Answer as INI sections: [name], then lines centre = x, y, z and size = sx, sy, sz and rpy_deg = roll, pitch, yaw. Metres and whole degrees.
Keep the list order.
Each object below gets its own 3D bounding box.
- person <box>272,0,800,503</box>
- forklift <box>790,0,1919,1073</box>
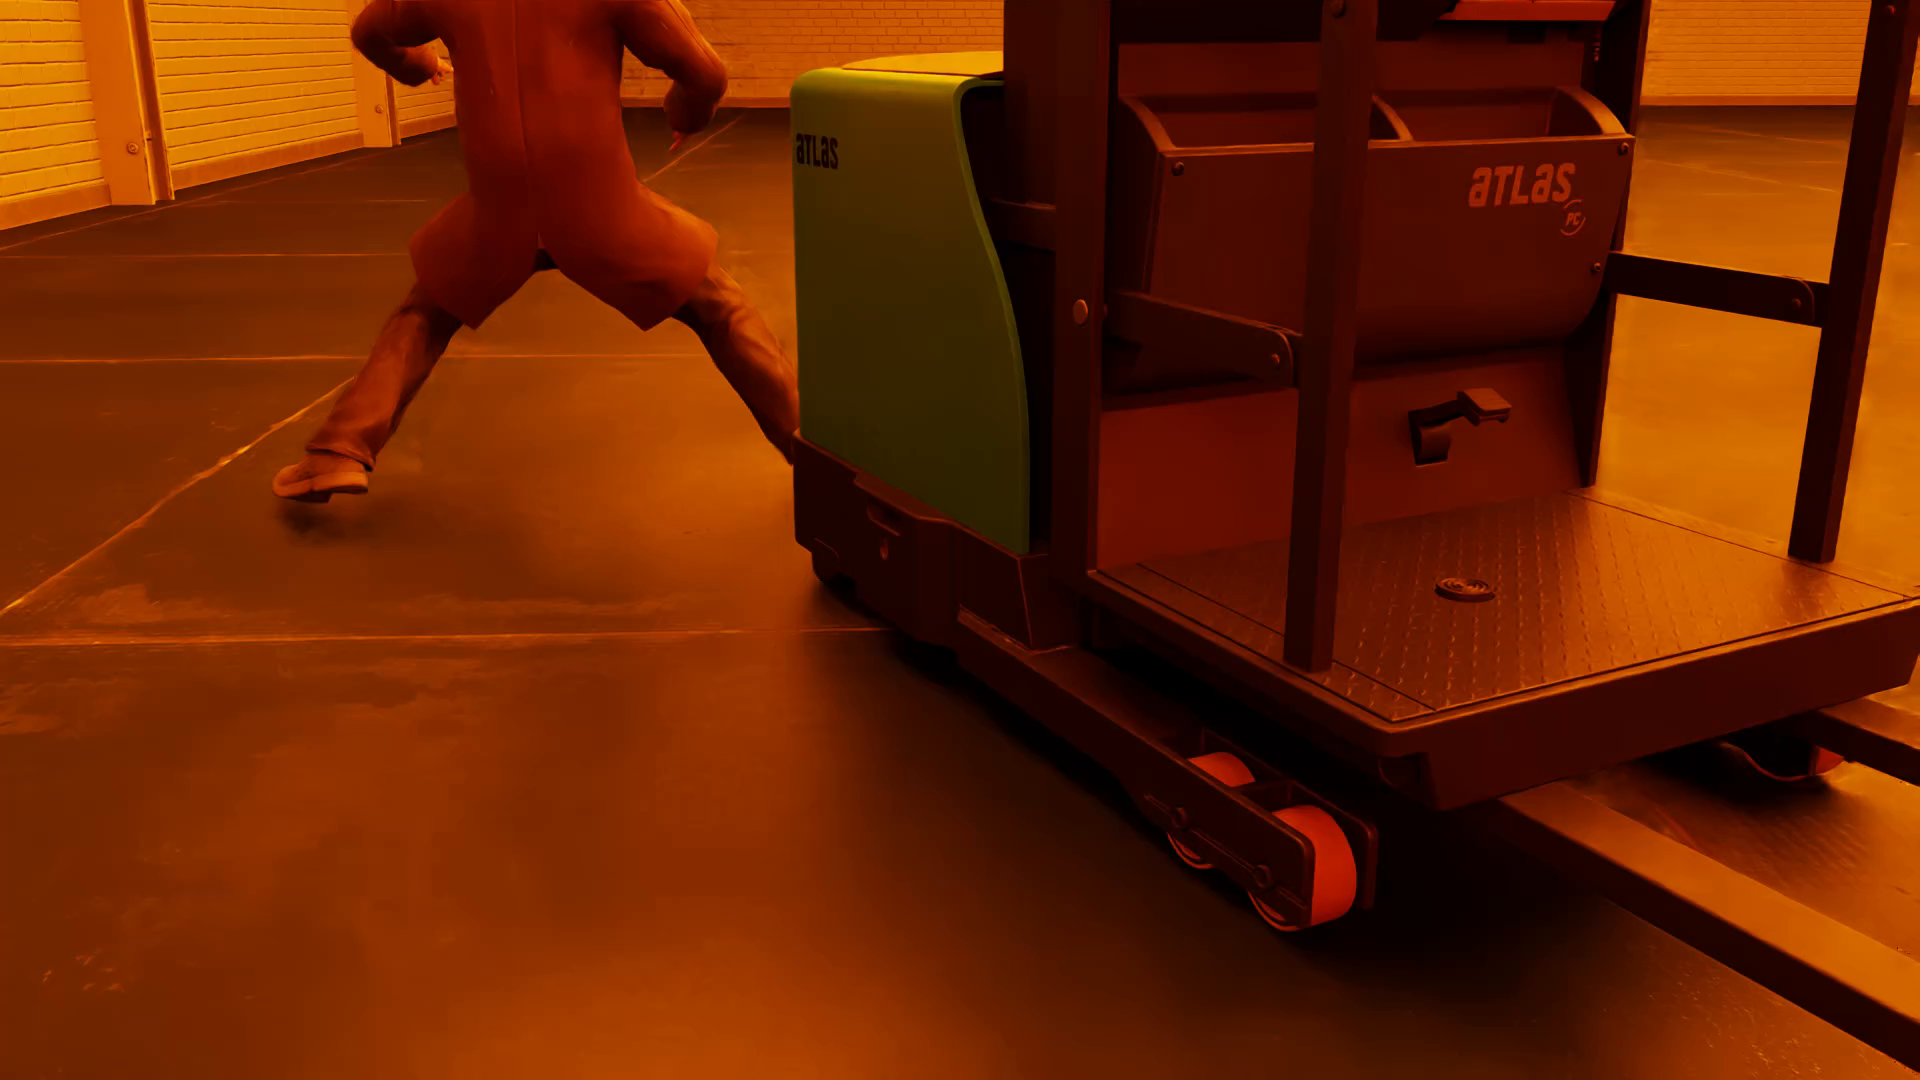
[person]
centre = -1.024, -0.882, 4.135
size = 1.338, 1.551, 0.922
rpy_deg = 2, 17, 6
[forklift]
centre = 0.764, -1.030, 2.273
size = 1.130, 2.935, 3.031
rpy_deg = -9, 19, -26
